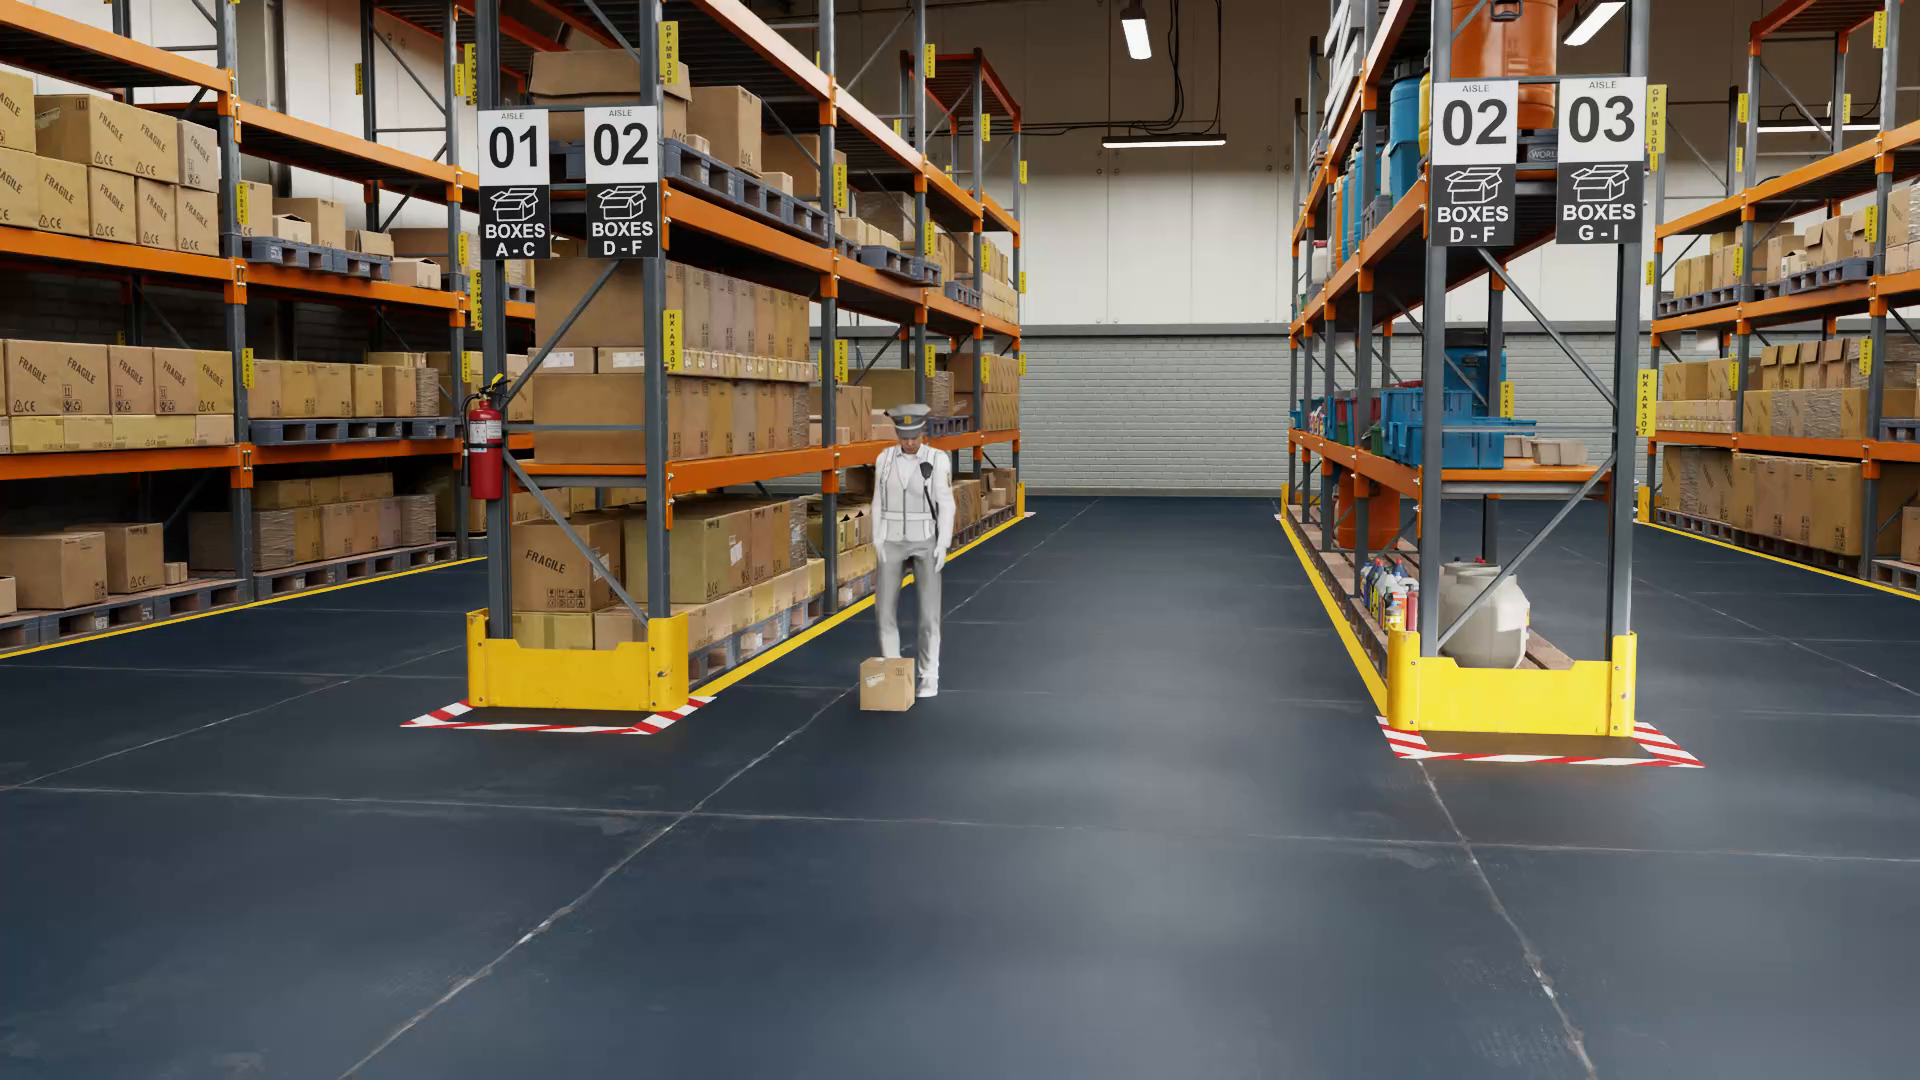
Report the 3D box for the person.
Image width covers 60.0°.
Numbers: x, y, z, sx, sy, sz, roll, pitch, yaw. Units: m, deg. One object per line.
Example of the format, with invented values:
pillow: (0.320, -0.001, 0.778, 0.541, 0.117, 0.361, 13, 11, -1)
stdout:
person: (-0.269, 0.057, 9.373, 0.488, 1.648, 0.396, 1, 5, 10)
